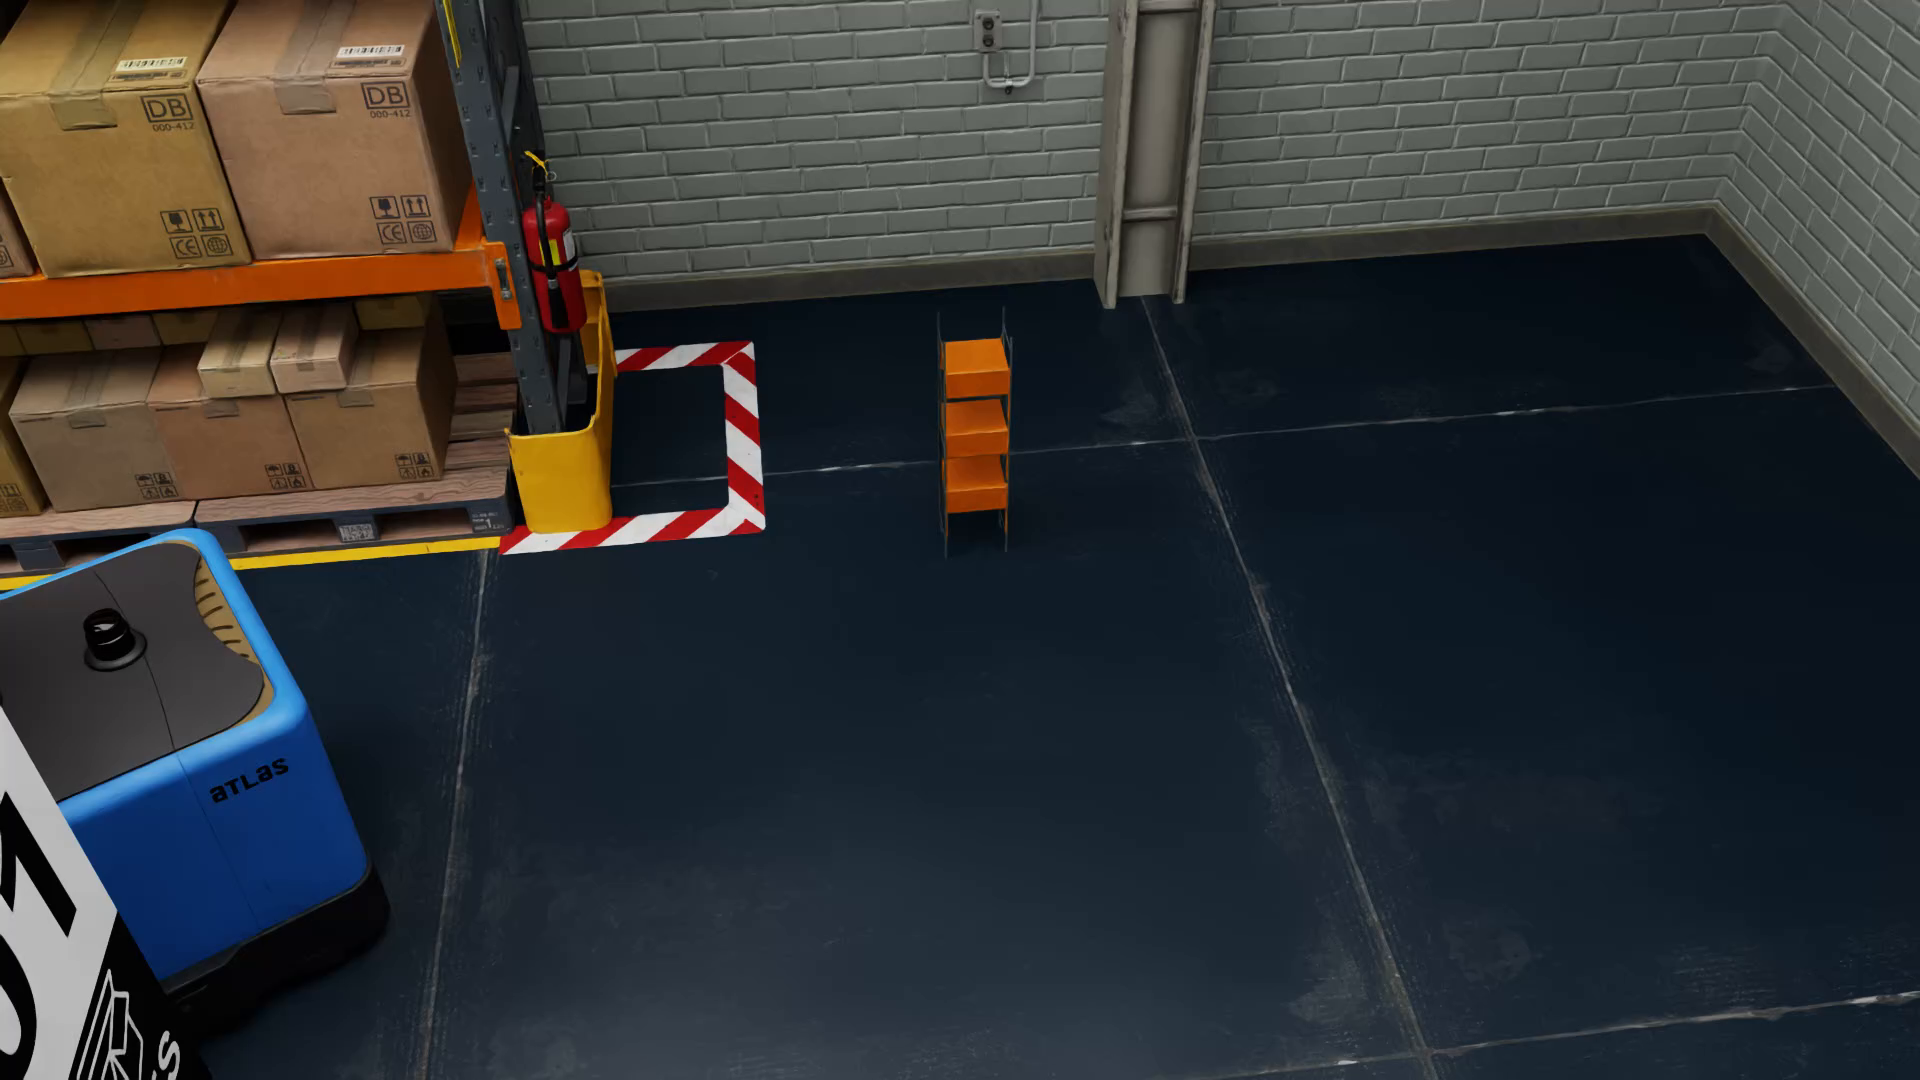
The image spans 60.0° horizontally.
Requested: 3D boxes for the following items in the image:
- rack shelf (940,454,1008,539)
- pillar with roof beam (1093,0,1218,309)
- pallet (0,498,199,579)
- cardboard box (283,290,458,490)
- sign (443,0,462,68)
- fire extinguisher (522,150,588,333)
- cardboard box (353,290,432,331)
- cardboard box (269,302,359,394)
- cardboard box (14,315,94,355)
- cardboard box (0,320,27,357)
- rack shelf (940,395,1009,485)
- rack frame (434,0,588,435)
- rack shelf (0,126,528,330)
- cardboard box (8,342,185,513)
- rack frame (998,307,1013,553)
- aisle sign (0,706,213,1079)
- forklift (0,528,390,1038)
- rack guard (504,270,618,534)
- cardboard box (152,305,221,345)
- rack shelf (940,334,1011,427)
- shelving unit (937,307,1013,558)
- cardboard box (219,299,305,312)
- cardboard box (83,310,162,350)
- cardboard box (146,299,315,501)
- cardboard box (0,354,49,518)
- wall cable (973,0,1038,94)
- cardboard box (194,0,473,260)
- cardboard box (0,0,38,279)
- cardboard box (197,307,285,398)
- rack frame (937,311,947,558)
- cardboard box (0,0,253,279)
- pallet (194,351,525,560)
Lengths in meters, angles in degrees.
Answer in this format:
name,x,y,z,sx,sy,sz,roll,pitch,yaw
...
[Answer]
name,x,y,z,sx,sy,sz,roll,pitch,yaw
rack shelf,0.053,-0.180,6.597,0.240,0.259,0.215,-5,42,-6
pillar with roof beam,1.427,-1.711,1.928,0.400,9.000,9.100,-5,42,-6
pallet,-3.686,-0.273,6.895,1.213,0.211,1.003,-5,42,-6
cardboard box,-2.377,-0.634,6.766,0.500,0.500,0.700,-5,42,-6
sign,-1.639,-1.690,5.342,0.005,0.325,0.100,-5,42,-6
fire extinguisher,-1.487,-1.073,6.036,0.183,0.674,0.296,-5,42,-6
cardboard box,-2.279,-1.018,6.708,0.250,0.149,0.380,-5,42,-5
cardboard box,-2.481,-0.743,6.402,0.250,0.149,0.380,-5,42,-6
cardboard box,-3.536,-0.907,6.585,0.250,0.149,0.380,-5,42,-5
cardboard box,-3.787,-0.886,6.561,0.250,0.149,0.380,-6,42,-6
rack shelf,0.053,-0.387,6.411,0.240,0.259,0.215,-5,42,-6
rack frame,-1.696,-1.533,6.210,0.127,3.000,1.000,-5,42,-6
rack shelf,-3.679,-1.093,6.259,4.000,0.370,1.077,-5,42,-6
cardboard box,-3.372,-0.546,6.669,0.500,0.500,0.700,-6,42,-7
rack frame,0.174,-0.405,6.415,0.008,1.050,0.200,-5,42,-6
aisle sign,-1.021,0.590,1.916,0.004,0.787,0.394,-5,42,-6
forklift,-3.324,0.478,4.032,3.031,2.935,1.130,-25,48,-25
rack guard,-1.672,-0.607,7.050,0.348,0.500,1.175,-5,42,-6
cardboard box,-3.030,-0.953,6.635,0.250,0.149,0.380,-5,42,-5
rack shelf,0.053,-0.597,6.221,0.240,0.259,0.215,-5,42,-6
shelving unit,0.053,-0.394,6.404,0.252,1.050,0.215,-5,42,-6
cardboard box,-2.781,-0.974,6.659,0.250,0.149,0.380,-5,42,-5
cardboard box,-3.282,-0.930,6.610,0.250,0.149,0.380,-4,42,-5
cardboard box,-2.873,-0.590,6.718,0.500,0.500,0.700,-5,42,-6
cardboard box,-3.900,-0.495,6.612,0.500,0.500,0.700,-4,42,-5
wall cable,-0.549,-2.650,6.690,1.851,1.984,0.084,-5,42,-6
cardboard box,-2.200,-1.594,6.054,0.700,0.700,0.980,-3,42,-4
cardboard box,-3.678,-1.463,5.909,0.700,0.700,0.980,-7,43,-8
cardboard box,-2.734,-0.720,6.377,0.250,0.149,0.380,-4,42,-4
rack frame,-0.068,-0.384,6.392,0.008,1.050,0.200,-5,42,-6
cardboard box,-2.920,-1.523,5.975,0.700,0.700,0.980,-5,42,-6
pallet,-2.479,-0.376,7.010,1.213,0.211,1.003,-5,42,-6
